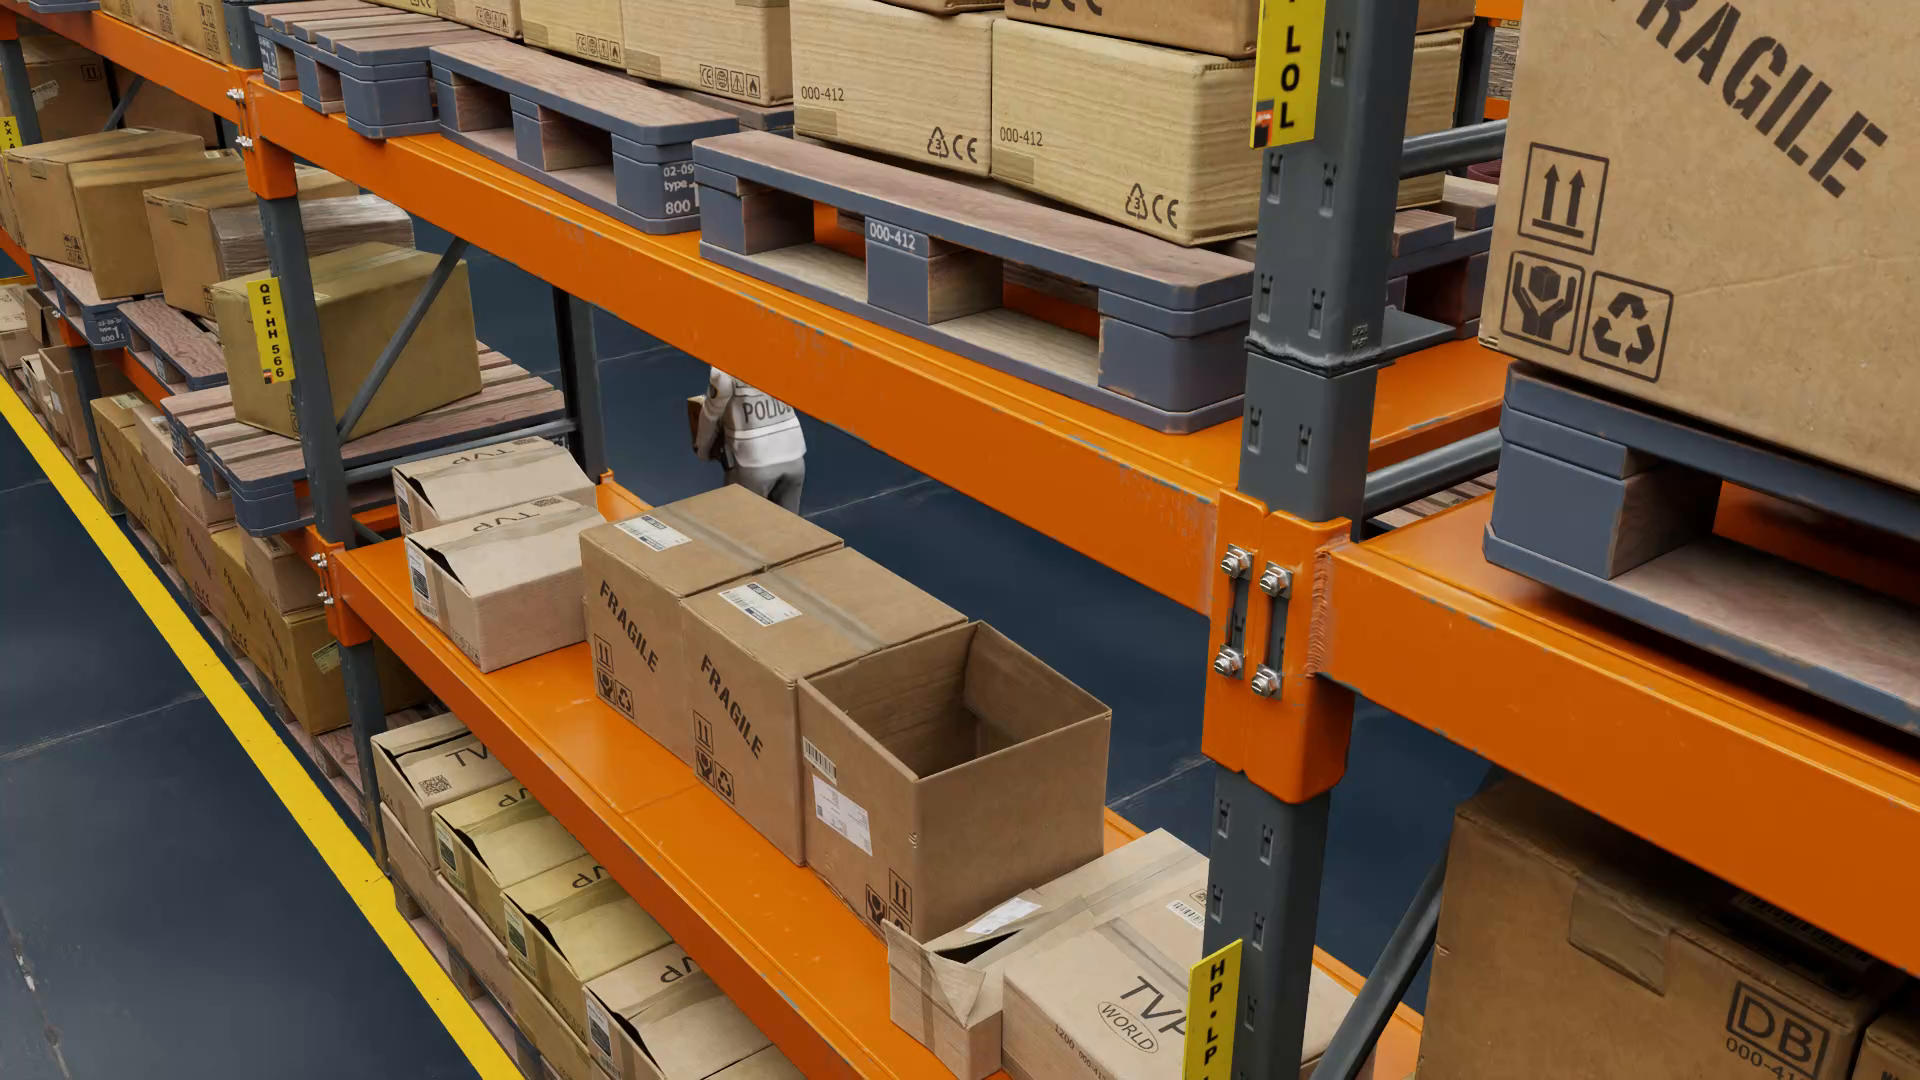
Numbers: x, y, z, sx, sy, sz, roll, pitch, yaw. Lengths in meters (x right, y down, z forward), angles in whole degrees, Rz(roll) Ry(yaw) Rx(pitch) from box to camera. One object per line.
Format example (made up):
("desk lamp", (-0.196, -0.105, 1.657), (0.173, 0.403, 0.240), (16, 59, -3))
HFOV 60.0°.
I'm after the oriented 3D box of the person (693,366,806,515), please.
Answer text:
("person", (-0.930, -0.350, 7.342), (0.416, 1.688, 0.525), (-19, 31, -35))
